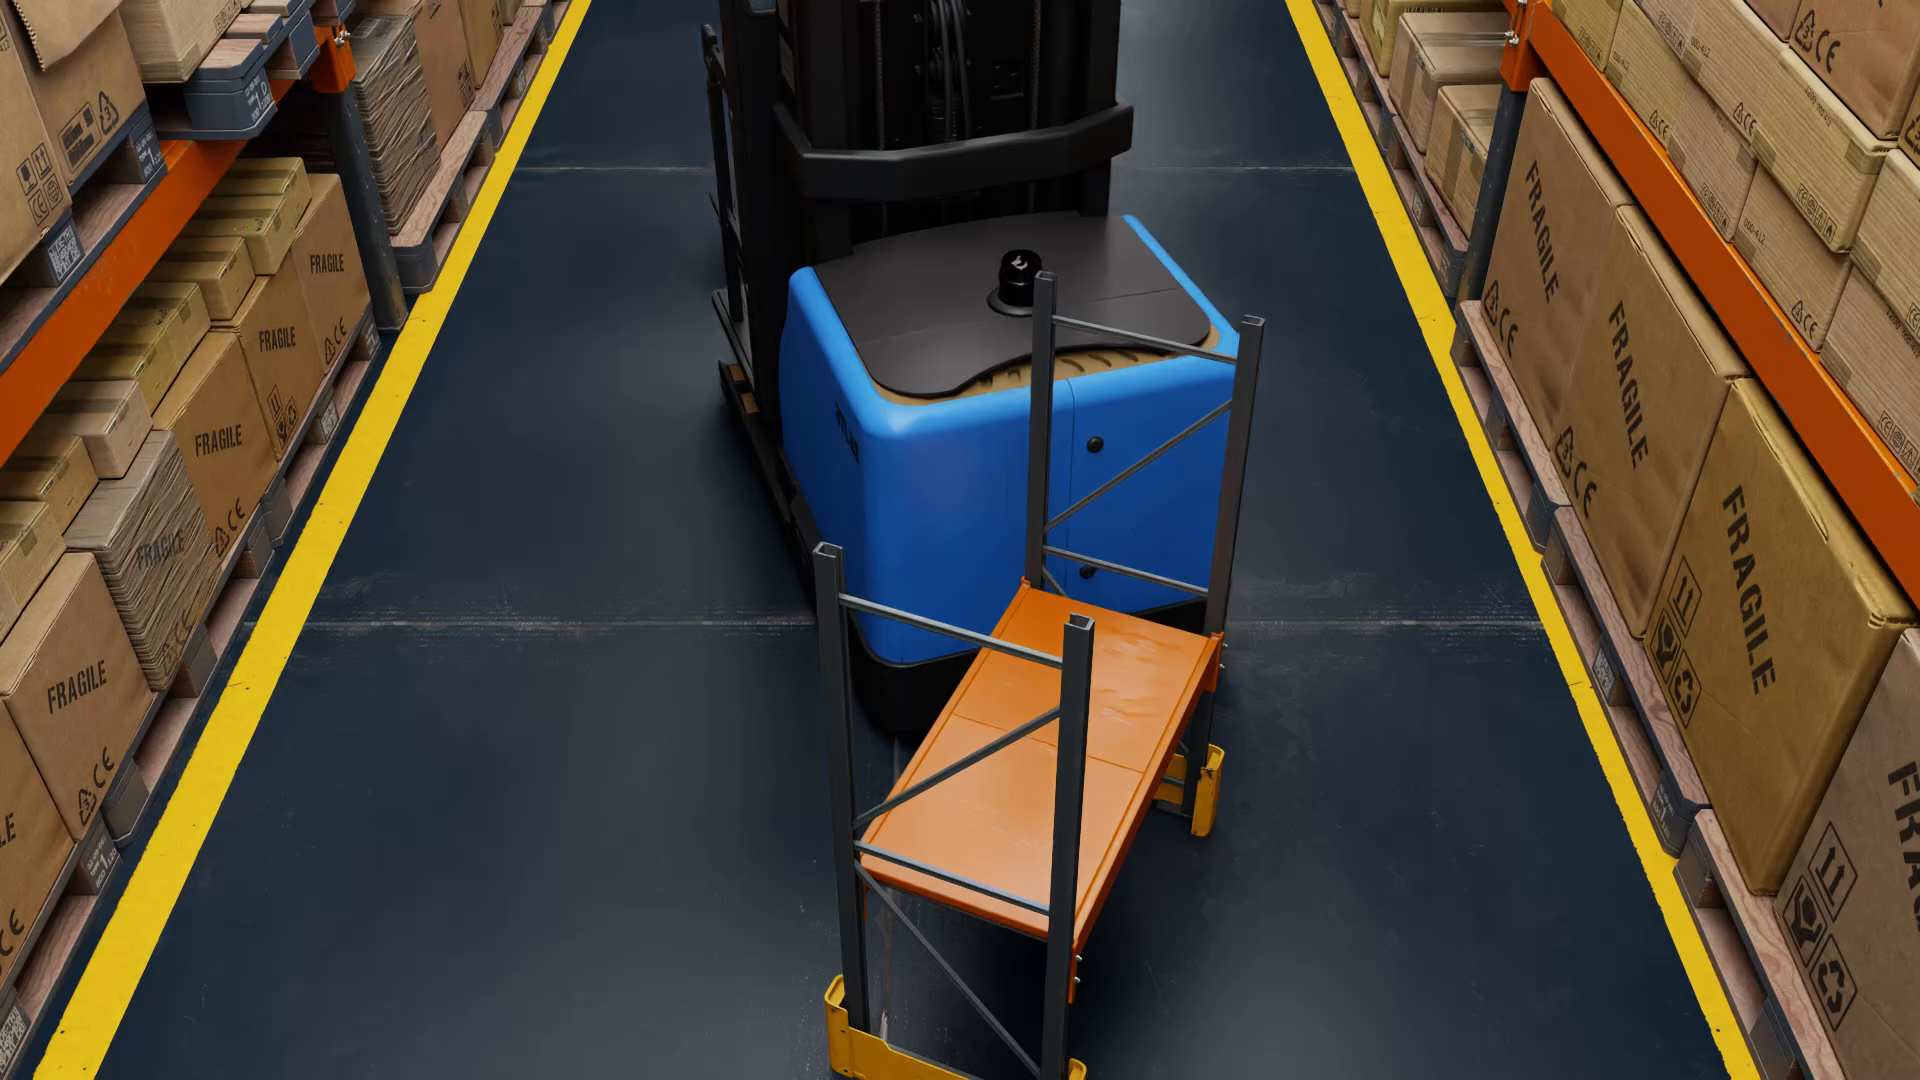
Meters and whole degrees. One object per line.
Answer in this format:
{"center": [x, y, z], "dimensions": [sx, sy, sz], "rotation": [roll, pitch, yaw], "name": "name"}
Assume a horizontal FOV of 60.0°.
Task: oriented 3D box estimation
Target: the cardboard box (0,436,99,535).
{"center": [-2.414, -0.133, 4.161], "dimensions": [0.380, 0.149, 0.250], "rotation": [0, 39, 0], "name": "cardboard box"}

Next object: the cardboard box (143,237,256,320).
{"center": [-2.350, -0.780, 4.969], "dimensions": [0.380, 0.149, 0.250], "rotation": [-1, 39, -2], "name": "cardboard box"}

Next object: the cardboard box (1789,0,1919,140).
{"center": [2.121, -1.160, 3.419], "dimensions": [0.500, 0.500, 0.500], "rotation": [1, 39, 1], "name": "cardboard box"}

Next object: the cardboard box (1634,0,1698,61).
{"center": [2.126, -1.485, 4.424], "dimensions": [0.500, 0.250, 0.500], "rotation": [1, 39, 1], "name": "cardboard box"}

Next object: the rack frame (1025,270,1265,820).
{"center": [0.393, 0.077, 3.955], "dimensions": [0.500, 1.500, 0.032], "rotation": [15, 41, 18], "name": "rack frame"}

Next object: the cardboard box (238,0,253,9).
{"center": [-2.207, -1.638, 4.760], "dimensions": [0.380, 0.149, 0.250], "rotation": [1, 39, 1], "name": "cardboard box"}

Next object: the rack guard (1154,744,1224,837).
{"center": [0.385, 0.576, 4.332], "dimensions": [0.587, 0.250, 0.087], "rotation": [15, 41, 18], "name": "rack guard"}

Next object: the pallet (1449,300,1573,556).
{"center": [2.298, -0.407, 5.589], "dimensions": [1.003, 0.211, 1.213], "rotation": [0, 39, 0], "name": "pallet"}

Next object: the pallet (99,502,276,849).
{"center": [-2.629, 0.334, 4.665], "dimensions": [1.003, 0.211, 1.213], "rotation": [0, 39, 0], "name": "pallet"}

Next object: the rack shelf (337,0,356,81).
{"center": [-2.593, -2.953, 7.111], "dimensions": [1.077, 0.370, 4.000], "rotation": [0, 39, 0], "name": "rack shelf"}

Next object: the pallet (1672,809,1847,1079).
{"center": [2.301, 1.119, 3.685], "dimensions": [1.003, 0.211, 1.213], "rotation": [0, 39, 0], "name": "pallet"}

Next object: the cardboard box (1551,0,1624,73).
{"center": [2.122, -1.624, 4.997], "dimensions": [0.500, 0.250, 0.500], "rotation": [-1, 39, -1], "name": "cardboard box"}

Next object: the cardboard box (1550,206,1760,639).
{"center": [2.287, -0.333, 4.631], "dimensions": [0.875, 0.875, 0.875], "rotation": [0, 39, 1], "name": "cardboard box"}

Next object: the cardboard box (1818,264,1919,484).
{"center": [2.144, -0.343, 3.399], "dimensions": [0.500, 0.250, 0.500], "rotation": [-1, 39, -1], "name": "cardboard box"}

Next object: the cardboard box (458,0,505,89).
{"center": [-2.588, -2.439, 7.459], "dimensions": [0.875, 0.625, 0.625], "rotation": [-2, 39, -2], "name": "cardboard box"}

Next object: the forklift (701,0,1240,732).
{"center": [-0.199, -1.554, 4.845], "dimensions": [1.130, 2.935, 3.031], "rotation": [-12, 40, -14], "name": "forklift"}

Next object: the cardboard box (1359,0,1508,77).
{"center": [2.378, -2.416, 7.632], "dimensions": [0.950, 0.372, 0.625], "rotation": [1, 39, 1], "name": "cardboard box"}

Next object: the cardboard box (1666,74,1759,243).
{"center": [2.135, -0.975, 4.187], "dimensions": [0.500, 0.250, 0.500], "rotation": [1, 39, 1], "name": "cardboard box"}

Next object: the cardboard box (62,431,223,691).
{"center": [-2.363, 0.058, 4.442], "dimensions": [0.500, 0.500, 0.500], "rotation": [-1, 39, -2], "name": "cardboard box"}

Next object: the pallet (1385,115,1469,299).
{"center": [2.373, -1.389, 6.814], "dimensions": [1.003, 0.211, 1.213], "rotation": [0, 39, 0], "name": "pallet"}

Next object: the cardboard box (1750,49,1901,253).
{"center": [2.101, -0.856, 3.639], "dimensions": [0.500, 0.250, 0.500], "rotation": [1, 39, 1], "name": "cardboard box"}

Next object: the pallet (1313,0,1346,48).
{"center": [2.370, -2.915, 8.718], "dimensions": [1.003, 0.211, 1.213], "rotation": [0, 39, 0], "name": "pallet"}

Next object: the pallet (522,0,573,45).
{"center": [-2.556, -2.935, 8.744], "dimensions": [1.003, 0.211, 1.213], "rotation": [0, 39, 0], "name": "pallet"}

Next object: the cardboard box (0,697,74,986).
{"center": [-2.372, 0.695, 3.647], "dimensions": [0.500, 0.500, 0.500], "rotation": [-1, 39, -1], "name": "cardboard box"}

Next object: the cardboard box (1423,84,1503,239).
{"center": [2.382, -1.480, 6.464], "dimensions": [0.950, 0.372, 0.625], "rotation": [-2, 39, -3], "name": "cardboard box"}

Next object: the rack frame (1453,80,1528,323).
{"center": [2.373, -1.988, 5.333], "dimensions": [1.000, 3.000, 0.127], "rotation": [0, 39, 0], "name": "rack frame"}

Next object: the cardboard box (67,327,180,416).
{"center": [-2.394, -0.459, 4.568], "dimensions": [0.380, 0.149, 0.250], "rotation": [-1, 39, -1], "name": "cardboard box"}

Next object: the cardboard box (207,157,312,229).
{"center": [-2.337, -1.115, 5.388], "dimensions": [0.380, 0.149, 0.250], "rotation": [-2, 39, -2], "name": "cardboard box"}

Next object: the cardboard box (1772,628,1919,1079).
{"center": [2.297, 0.791, 3.228], "dimensions": [0.875, 0.875, 0.875], "rotation": [1, 39, 1], "name": "cardboard box"}

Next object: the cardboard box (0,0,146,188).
{"center": [-2.404, -1.166, 3.888], "dimensions": [0.797, 0.503, 0.637], "rotation": [-1, 39, -1], "name": "cardboard box"}

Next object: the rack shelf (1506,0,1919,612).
{"center": [2.375, -0.457, 3.997], "dimensions": [1.077, 0.370, 4.000], "rotation": [0, 39, 0], "name": "rack shelf"}

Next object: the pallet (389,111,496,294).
{"center": [-2.553, -1.409, 6.840], "dimensions": [1.003, 0.211, 1.213], "rotation": [0, 39, 0], "name": "pallet"}

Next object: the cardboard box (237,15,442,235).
{"center": [-2.578, -1.610, 6.423], "dimensions": [0.875, 0.625, 0.625], "rotation": [1, 39, 1], "name": "cardboard box"}

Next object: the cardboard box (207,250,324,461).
{"center": [-2.385, -0.594, 5.255], "dimensions": [0.500, 0.500, 0.500], "rotation": [-1, 39, -1], "name": "cardboard box"}

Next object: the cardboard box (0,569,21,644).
{"center": [-2.387, 0.191, 3.757], "dimensions": [0.380, 0.149, 0.250], "rotation": [0, 39, 0], "name": "cardboard box"}

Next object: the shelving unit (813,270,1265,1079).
{"center": [0.185, 0.373, 3.585], "dimensions": [0.587, 1.500, 1.083], "rotation": [15, 41, 18], "name": "shelving unit"}
